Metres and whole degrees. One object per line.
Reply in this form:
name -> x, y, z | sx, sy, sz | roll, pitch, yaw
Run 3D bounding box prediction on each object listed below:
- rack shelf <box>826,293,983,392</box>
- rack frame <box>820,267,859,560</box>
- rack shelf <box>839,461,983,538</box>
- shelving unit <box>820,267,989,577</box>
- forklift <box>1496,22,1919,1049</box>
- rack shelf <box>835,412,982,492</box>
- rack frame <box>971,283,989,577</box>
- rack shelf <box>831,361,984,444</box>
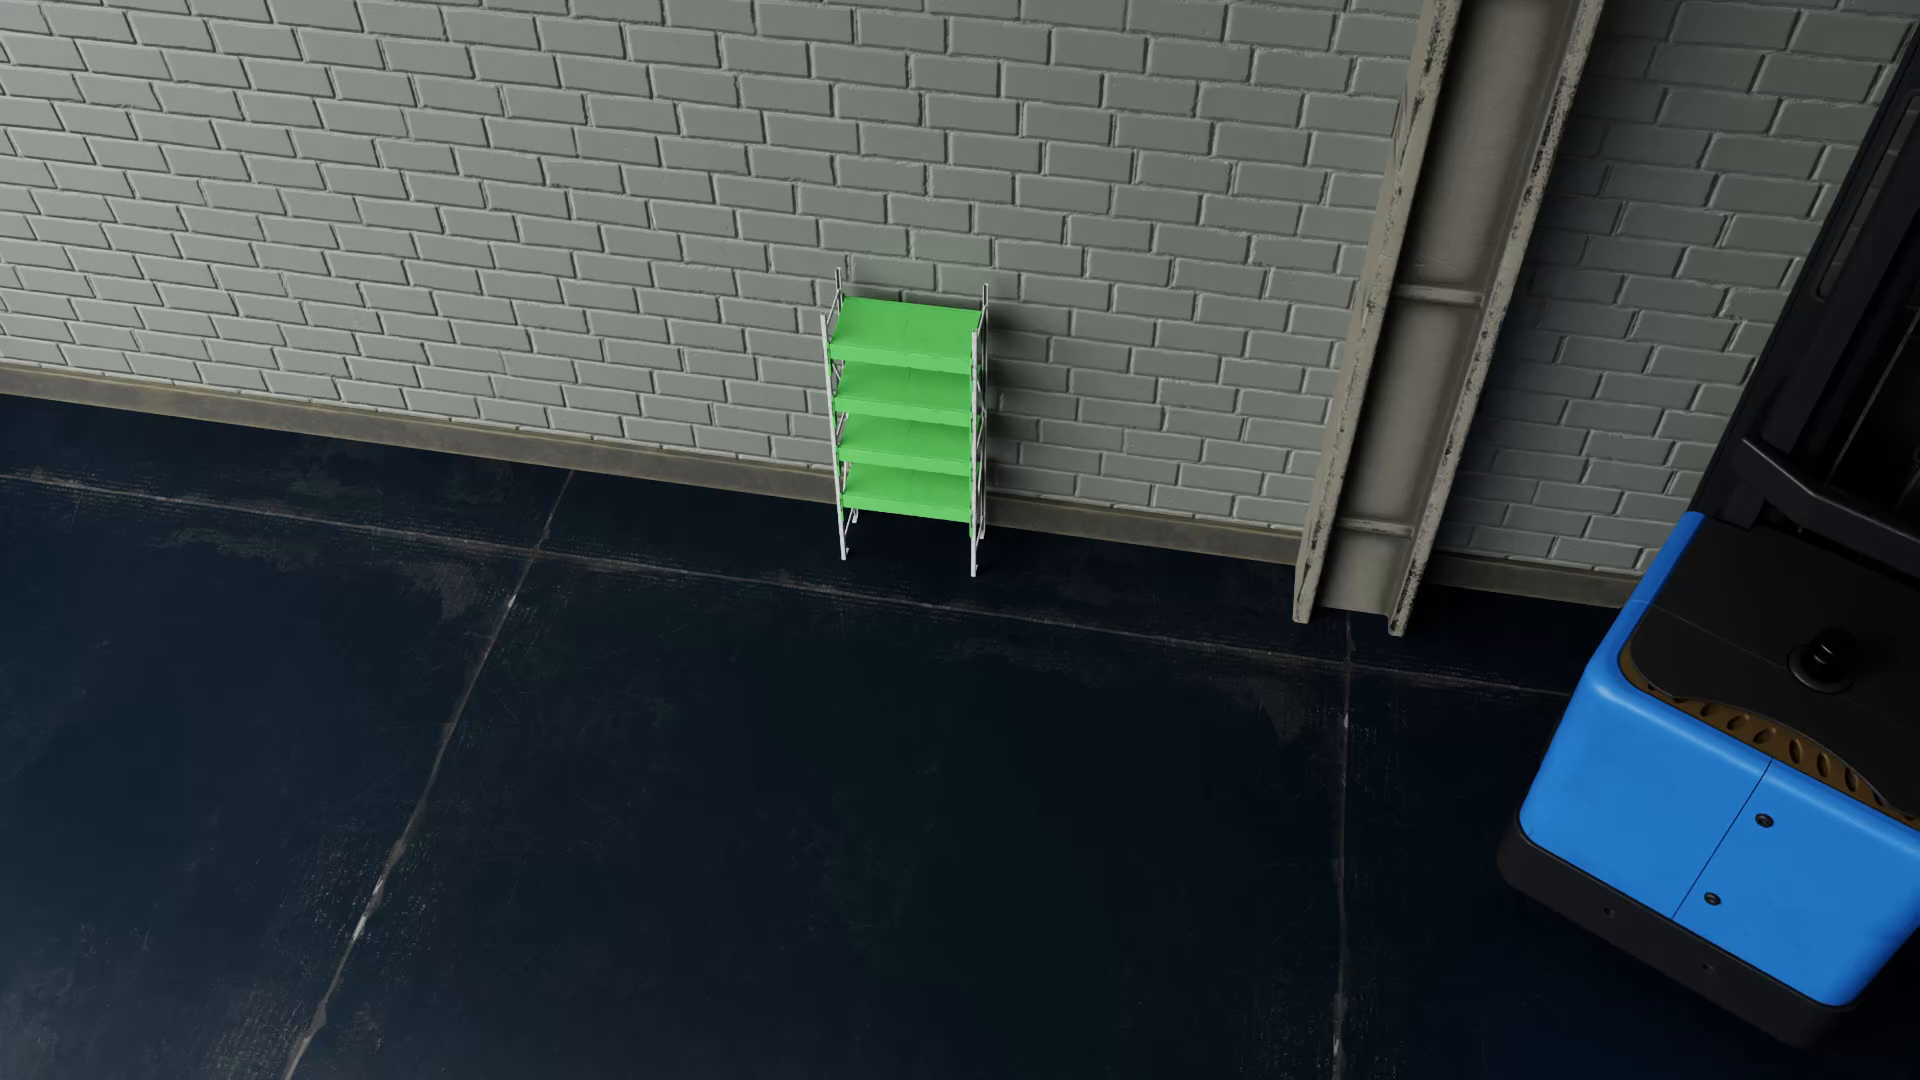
rack shelf -> -0.175, -0.650, 5.465 | 0.480, 0.148, 0.258 | 7, 50, 6
rack frame -> -0.414, -0.408, 5.807 | 0.015, 1.200, 0.240 | 7, 50, 6
rack shelf -> -0.172, -0.179, 6.009 | 0.480, 0.148, 0.258 | 7, 50, 6
shelving unit -> -0.173, -0.378, 5.779 | 0.503, 1.200, 0.258 | 7, 50, 6
forklift -> 2.981, -0.554, 4.778 | 1.130, 2.935, 3.031 | 30, 54, 24
rack shelf -> -0.173, -0.336, 5.828 | 0.480, 0.148, 0.258 | 7, 50, 6
rack frame -> 0.067, -0.347, 5.752 | 0.015, 1.200, 0.240 | 7, 50, 6
rack shelf -> -0.174, -0.493, 5.646 | 0.480, 0.148, 0.258 | 7, 50, 6
